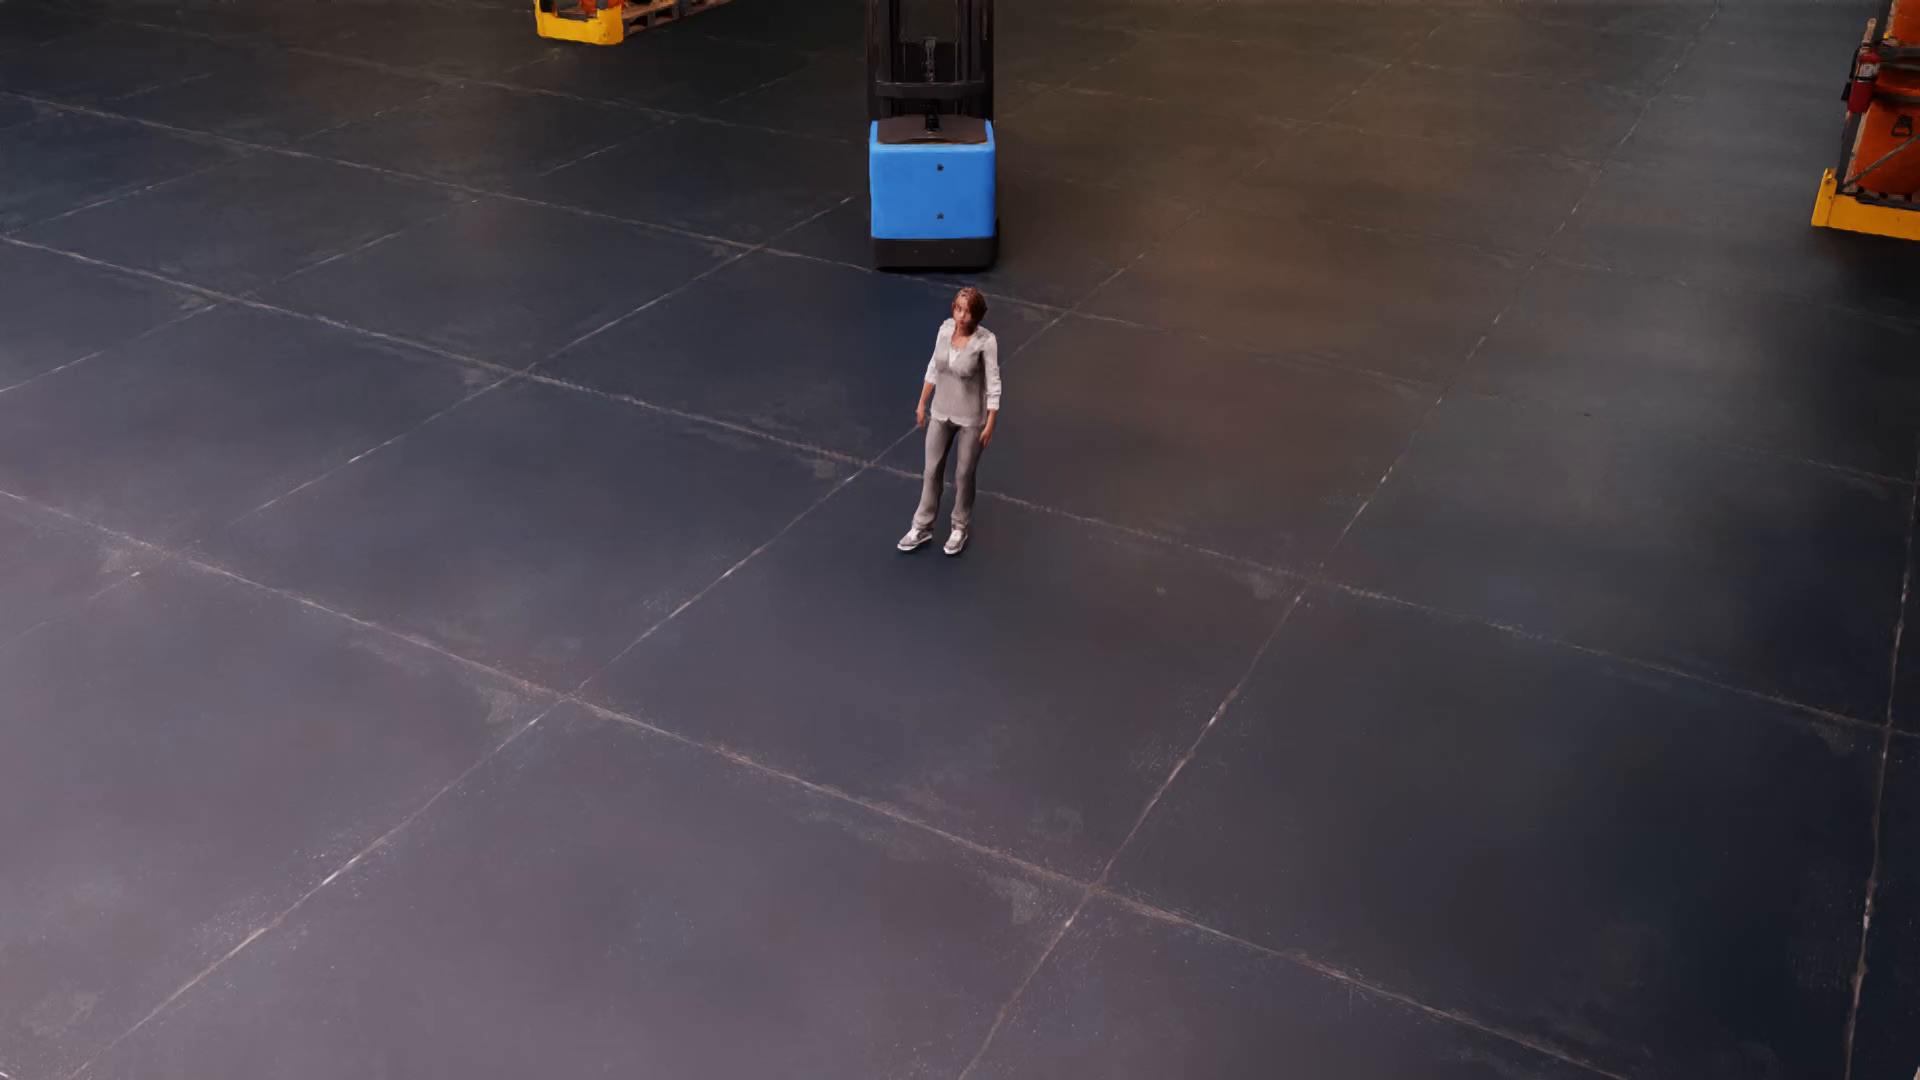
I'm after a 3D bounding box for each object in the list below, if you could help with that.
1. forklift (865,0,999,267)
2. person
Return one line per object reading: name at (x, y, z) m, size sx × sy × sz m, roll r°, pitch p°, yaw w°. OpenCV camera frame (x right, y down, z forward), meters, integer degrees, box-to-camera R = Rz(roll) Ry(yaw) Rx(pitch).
forklift at (-0.264, -4.237, 14.413) m, size 1.130 × 2.935 × 3.031 m, roll -1°, pitch 30°, yaw -2°
person at (-0.048, -0.669, 9.550) m, size 0.521 × 1.597 × 0.474 m, roll 15°, pitch 33°, yaw 25°
